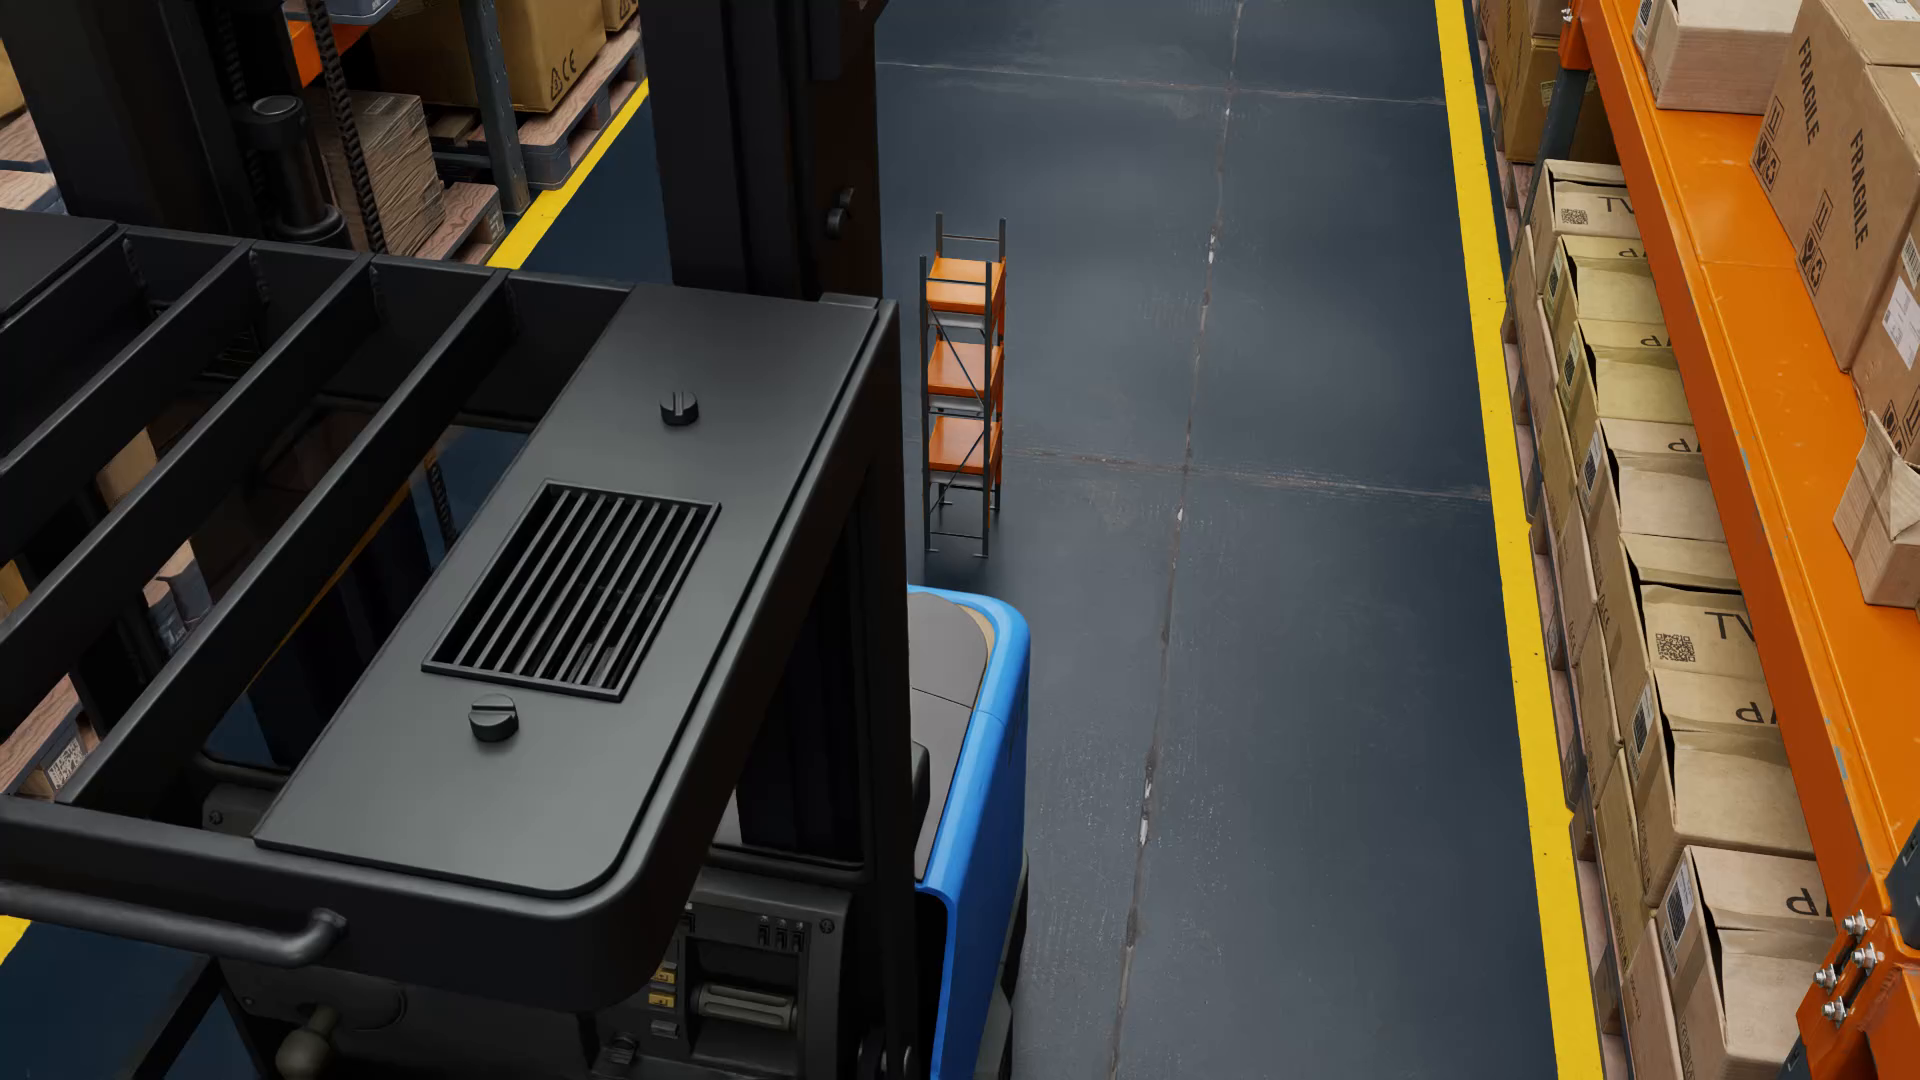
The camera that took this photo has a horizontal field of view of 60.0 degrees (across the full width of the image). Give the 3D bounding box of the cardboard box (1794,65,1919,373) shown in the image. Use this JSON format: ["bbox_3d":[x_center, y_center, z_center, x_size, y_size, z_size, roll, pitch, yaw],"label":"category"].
[{"bbox_3d":[2.221,-0.686,3.647,0.500,0.500,0.500,6,40,8],"label":"cardboard box"}]

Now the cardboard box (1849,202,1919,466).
[{"bbox_3d":[2.134,-0.372,3.267,0.500,0.500,0.500,9,40,11],"label":"cardboard box"}]

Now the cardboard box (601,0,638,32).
[{"bbox_3d":[-1.879,-2.906,7.768,0.750,0.750,0.750,6,40,7],"label":"cardboard box"}]

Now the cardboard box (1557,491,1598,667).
[{"bbox_3d":[1.947,0.126,4.572,0.500,0.250,0.500,7,40,9],"label":"cardboard box"}]

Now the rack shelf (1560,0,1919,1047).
[{"bbox_3d":[2.240,-0.500,4.066,1.077,0.370,4.000,6,40,8],"label":"rack shelf"}]

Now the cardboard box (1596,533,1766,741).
[{"bbox_3d":[1.854,0.233,4.002,0.500,0.311,0.500,6,40,8],"label":"cardboard box"}]

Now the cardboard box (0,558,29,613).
[{"bbox_3d":[-2.835,-0.066,4.592,0.700,0.500,0.500,6,40,7],"label":"cardboard box"}]

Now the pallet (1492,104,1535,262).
[{"bbox_3d":[2.753,-1.422,6.805,1.003,0.211,1.213,6,40,8],"label":"pallet"}]

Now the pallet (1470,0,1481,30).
[{"bbox_3d":[3.175,-2.954,8.657,1.003,0.211,1.213,6,40,8],"label":"pallet"}]

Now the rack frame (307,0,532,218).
[{"bbox_3d":[-2.293,-2.577,6.012,1.000,3.000,0.127,6,40,8],"label":"rack frame"}]

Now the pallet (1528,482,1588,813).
[{"bbox_3d":[2.192,0.318,4.700,1.003,0.211,1.213,6,40,8],"label":"pallet"}]

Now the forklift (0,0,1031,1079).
[{"bbox_3d":[-0.652,0.675,2.134,1.130,2.935,3.031,8,40,9],"label":"forklift"}]

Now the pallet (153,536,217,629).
[{"bbox_3d":[-2.644,-0.248,5.385,1.003,0.211,1.213,6,40,8],"label":"pallet"}]

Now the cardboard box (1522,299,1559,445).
[{"bbox_3d":[2.120,-0.523,5.357,0.500,0.250,0.500,5,40,6],"label":"cardboard box"}]

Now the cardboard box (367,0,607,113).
[{"bbox_3d":[-2.037,-2.357,7.104,0.750,0.750,0.750,6,40,7],"label":"cardboard box"}]

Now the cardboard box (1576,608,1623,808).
[{"bbox_3d":[1.858,0.445,4.186,0.500,0.250,0.500,7,40,9],"label":"cardboard box"}]

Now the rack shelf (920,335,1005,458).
[{"bbox_3d":[0.009,-0.430,4.963,0.215,0.259,0.240,6,40,8],"label":"rack shelf"}]

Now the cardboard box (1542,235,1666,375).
[{"bbox_3d":[2.124,-0.724,5.160,0.500,0.311,0.500,5,40,7],"label":"cardboard box"}]

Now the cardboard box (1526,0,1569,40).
[{"bbox_3d":[2.522,-2.177,6.557,0.500,0.250,0.500,8,40,9],"label":"cardboard box"}]

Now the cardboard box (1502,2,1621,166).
[{"bbox_3d":[2.517,-1.852,6.752,0.500,0.500,0.500,8,40,9],"label":"cardboard box"}]

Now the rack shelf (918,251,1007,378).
[{"bbox_3d":[0.009,-0.649,4.782,0.215,0.259,0.240,6,40,8],"label":"rack shelf"}]

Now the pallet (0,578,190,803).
[{"bbox_3d":[-2.852,0.520,4.456,1.003,0.211,1.213,6,40,8],"label":"pallet"}]

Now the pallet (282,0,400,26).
[{"bbox_3d":[-2.312,-2.044,5.518,1.213,0.211,1.003,6,40,8],"label":"pallet"}]

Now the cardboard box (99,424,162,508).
[{"bbox_3d":[-2.707,-0.382,4.974,0.700,0.500,0.500,7,40,8],"label":"cardboard box"}]

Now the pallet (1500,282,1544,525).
[{"bbox_3d":[2.405,-0.446,5.623,1.003,0.211,1.213,6,40,8],"label":"pallet"}]

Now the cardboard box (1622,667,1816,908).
[{"bbox_3d":[1.766,0.546,3.623,0.500,0.311,0.500,7,40,9],"label":"cardboard box"}]

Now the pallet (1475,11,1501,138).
[{"bbox_3d":[2.966,-2.186,7.728,1.003,0.211,1.213,6,40,8],"label":"pallet"}]

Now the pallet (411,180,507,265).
[{"bbox_3d":[-2.430,-1.012,6.308,1.003,0.211,1.213,6,40,8],"label":"pallet"}]

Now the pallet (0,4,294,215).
[{"bbox_3d":[-2.596,-1.256,4.565,1.003,0.211,1.213,6,40,8],"label":"pallet"}]

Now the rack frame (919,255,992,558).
[{"bbox_3d":[-0.012,-0.362,4.863,0.200,1.050,0.008,6,40,8],"label":"rack frame"}]

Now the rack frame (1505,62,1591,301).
[{"bbox_3d":[2.586,-2.033,5.355,1.000,3.000,0.127,6,40,8],"label":"rack frame"}]

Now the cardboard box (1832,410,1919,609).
[{"bbox_3d":[1.865,-0.043,3.053,0.396,0.266,0.258,5,40,7],"label":"cardboard box"}]

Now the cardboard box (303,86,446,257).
[{"bbox_3d":[-2.367,-1.325,6.115,0.700,0.500,0.500,7,40,8],"label":"cardboard box"}]

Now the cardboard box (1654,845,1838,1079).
[{"bbox_3d":[1.682,0.874,3.228,0.500,0.311,0.500,6,40,8],"label":"cardboard box"}]

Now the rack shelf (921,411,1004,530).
[{"bbox_3d":[0.009,-0.216,5.140,0.215,0.259,0.240,6,40,8],"label":"rack shelf"}]

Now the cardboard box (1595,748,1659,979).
[{"bbox_3d":[1.770,0.766,3.798,0.500,0.250,0.500,6,40,7],"label":"cardboard box"}]

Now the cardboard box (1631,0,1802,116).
[{"bbox_3d":[2.241,-1.458,4.730,0.500,0.311,0.500,6,40,7],"label":"cardboard box"}]

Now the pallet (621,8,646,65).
[{"bbox_3d":[-1.869,-2.752,8.413,1.003,0.211,1.213,6,40,8],"label":"pallet"}]

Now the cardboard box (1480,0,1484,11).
[{"bbox_3d":[2.779,-2.824,7.928,0.500,0.500,0.500,7,40,8],"label":"cardboard box"}]

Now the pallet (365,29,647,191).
[{"bbox_3d":[-2.083,-1.988,7.489,1.003,0.211,1.213,6,40,8],"label":"pallet"}]

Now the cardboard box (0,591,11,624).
[{"bbox_3d":[-2.875,0.264,4.193,0.700,0.500,0.500,8,40,9],"label":"cardboard box"}]

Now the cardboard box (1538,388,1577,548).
[{"bbox_3d":[2.036,-0.196,4.961,0.500,0.250,0.500,5,40,6],"label":"cardboard box"}]

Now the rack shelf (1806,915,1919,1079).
[{"bbox_3d":[1.548,2.010,1.029,1.077,0.370,4.000,6,40,8],"label":"rack shelf"}]

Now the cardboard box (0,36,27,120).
[{"bbox_3d":[-2.677,-1.357,4.113,0.700,0.500,0.500,12,41,14],"label":"cardboard box"}]

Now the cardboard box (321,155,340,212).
[{"bbox_3d":[-2.570,-1.015,5.740,0.700,0.500,0.500,6,40,8],"label":"cardboard box"}]

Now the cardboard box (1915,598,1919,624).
[{"bbox_3d":[1.936,0.222,2.746,0.500,0.250,0.500,9,40,10],"label":"cardboard box"}]

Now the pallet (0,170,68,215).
[{"bbox_3d":[-2.710,-0.456,3.598,1.003,0.211,1.213,6,40,8],"label":"pallet"}]

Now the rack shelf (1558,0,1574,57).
[{"bbox_3d":[2.932,-3.011,7.102,1.077,0.370,4.000,6,40,8],"label":"rack shelf"}]

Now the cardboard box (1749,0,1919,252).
[{"bbox_3d":[2.312,-1.016,4.047,0.500,0.500,0.500,4,40,5],"label":"cardboard box"}]

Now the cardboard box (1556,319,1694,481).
[{"bbox_3d":[2.033,-0.404,4.773,0.500,0.311,0.500,5,40,6],"label":"cardboard box"}]

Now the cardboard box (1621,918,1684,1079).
[{"bbox_3d":[1.680,1.083,3.414,0.500,0.250,0.500,6,40,7],"label":"cardboard box"}]

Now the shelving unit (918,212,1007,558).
[{"bbox_3d":[0.009,-0.438,4.956,0.215,1.050,0.252,6,40,8],"label":"shelving unit"}]

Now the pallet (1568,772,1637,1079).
[{"bbox_3d":[1.983,1.086,3.771,1.003,0.211,1.213,6,40,8],"label":"pallet"}]

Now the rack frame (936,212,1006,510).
[{"bbox_3d":[0.030,-0.515,5.049,0.200,1.050,0.008,6,40,8],"label":"rack frame"}]

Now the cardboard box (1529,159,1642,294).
[{"bbox_3d":[2.206,-1.055,5.560,0.500,0.311,0.500,8,40,9],"label":"cardboard box"}]

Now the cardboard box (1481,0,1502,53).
[{"bbox_3d":[2.691,-2.507,7.544,0.500,0.500,0.500,5,40,6],"label":"cardboard box"}]

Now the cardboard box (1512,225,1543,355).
[{"bbox_3d":[2.206,-0.839,5.739,0.500,0.250,0.500,6,40,8],"label":"cardboard box"}]

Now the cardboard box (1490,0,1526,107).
[{"bbox_3d":[2.607,-2.177,7.145,0.500,0.500,0.500,5,40,6],"label":"cardboard box"}]

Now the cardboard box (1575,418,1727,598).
[{"bbox_3d":[1.945,-0.082,4.383,0.500,0.311,0.500,6,40,7],"label":"cardboard box"}]
